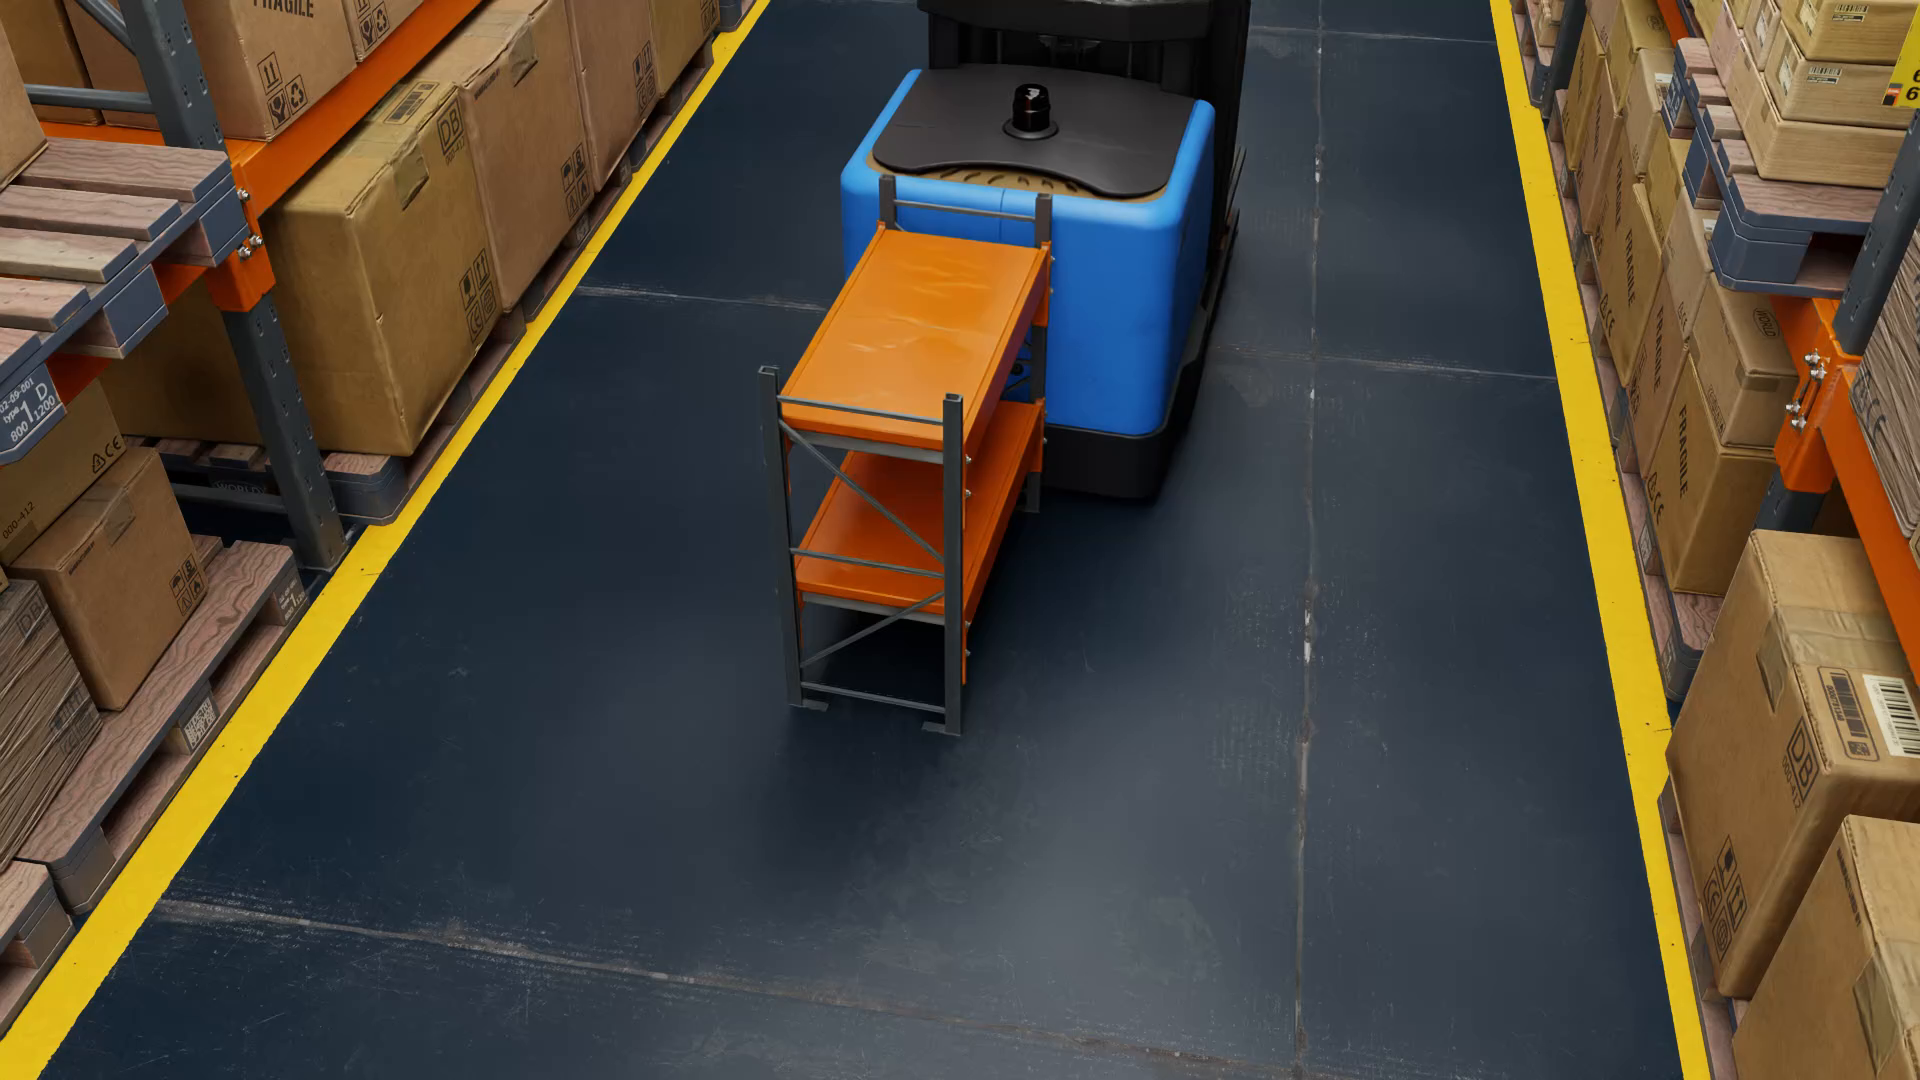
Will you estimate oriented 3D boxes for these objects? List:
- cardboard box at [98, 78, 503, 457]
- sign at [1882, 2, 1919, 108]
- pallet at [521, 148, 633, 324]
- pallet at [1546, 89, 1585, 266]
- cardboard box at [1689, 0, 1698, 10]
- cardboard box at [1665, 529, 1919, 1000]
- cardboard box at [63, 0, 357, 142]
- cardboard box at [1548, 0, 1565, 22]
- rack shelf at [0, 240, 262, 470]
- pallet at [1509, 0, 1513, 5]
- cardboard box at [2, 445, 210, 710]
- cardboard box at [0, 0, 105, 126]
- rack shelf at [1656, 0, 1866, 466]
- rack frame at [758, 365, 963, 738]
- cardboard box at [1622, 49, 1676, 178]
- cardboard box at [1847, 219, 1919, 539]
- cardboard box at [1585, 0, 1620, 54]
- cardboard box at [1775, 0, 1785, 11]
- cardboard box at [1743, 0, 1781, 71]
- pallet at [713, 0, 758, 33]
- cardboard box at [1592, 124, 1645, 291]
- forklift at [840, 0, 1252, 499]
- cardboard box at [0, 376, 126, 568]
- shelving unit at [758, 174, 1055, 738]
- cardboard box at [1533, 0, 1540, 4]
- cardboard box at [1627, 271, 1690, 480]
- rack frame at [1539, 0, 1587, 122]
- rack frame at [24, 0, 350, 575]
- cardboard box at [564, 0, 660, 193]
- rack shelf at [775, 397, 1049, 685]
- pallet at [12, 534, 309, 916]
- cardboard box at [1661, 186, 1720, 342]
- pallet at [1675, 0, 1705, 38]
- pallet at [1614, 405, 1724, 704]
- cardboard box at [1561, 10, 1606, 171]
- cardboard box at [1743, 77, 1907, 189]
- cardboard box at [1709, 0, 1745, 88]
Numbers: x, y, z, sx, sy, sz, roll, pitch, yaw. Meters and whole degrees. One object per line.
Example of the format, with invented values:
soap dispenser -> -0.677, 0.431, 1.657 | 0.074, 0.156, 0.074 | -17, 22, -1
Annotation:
cardboard box -> -2.275, -0.916, 5.342 | 1.225, 0.875, 0.875 | 5, 40, 6
sign -> 1.917, -1.002, 3.261 | 0.100, 0.325, 0.005 | 6, 40, 8
pallet -> -1.991, -1.317, 6.678 | 1.003, 0.211, 1.213 | 6, 40, 8
pallet -> 3.012, -1.479, 6.873 | 1.003, 0.211, 1.213 | 6, 40, 8
cardboard box -> 2.266, -1.599, 4.698 | 0.380, 0.149, 0.250 | 5, 40, 6
cardboard box -> 2.259, 0.546, 3.672 | 1.050, 0.750, 0.750 | 6, 40, 7
cardboard box -> -2.062, -1.456, 4.578 | 0.500, 0.500, 0.500 | 8, 40, 9
cardboard box -> 2.887, -2.453, 7.537 | 0.380, 0.149, 0.250 | 7, 40, 9
rack shelf -> -2.761, 0.390, 2.989 | 1.077, 0.370, 4.000 | 6, 40, 8
pallet -> 3.435, -3.161, 8.907 | 1.003, 0.211, 1.213 | 6, 40, 8
cardboard box -> -2.511, 0.074, 4.423 | 0.700, 0.500, 0.500 | 4, 40, 5
cardboard box -> -2.573, -1.518, 4.653 | 0.500, 0.500, 0.500 | 8, 40, 9
rack shelf -> 2.799, -1.510, 5.287 | 1.077, 0.370, 4.000 | 6, 40, 8
rack frame -> -0.238, 0.063, 4.291 | 0.500, 1.125, 0.032 | 9, 40, 11
cardboard box -> 2.575, -1.441, 5.683 | 0.500, 0.250, 0.500 | 8, 40, 9
cardboard box -> 2.109, -0.318, 3.203 | 0.500, 0.500, 0.500 | 7, 40, 8
cardboard box -> 2.757, -2.095, 6.474 | 0.500, 0.250, 0.500 | 5, 40, 6
cardboard box -> 2.132, -1.342, 3.919 | 0.380, 0.149, 0.250 | 6, 40, 7
cardboard box -> 2.135, -1.240, 4.029 | 0.380, 0.149, 0.250 | 8, 40, 9
pallet -> -1.514, -3.046, 8.769 | 1.003, 0.211, 1.213 | 6, 40, 8
cardboard box -> 2.589, -1.144, 5.911 | 0.500, 0.500, 0.500 | 7, 40, 8
forklift -> 0.490, -2.208, 5.620 | 1.130, 2.935, 3.031 | 9, 40, 11
cardboard box -> -2.501, -0.214, 4.182 | 0.500, 0.250, 0.500 | 8, 40, 9
shelving unit -> -0.112, -0.251, 4.671 | 0.538, 1.125, 1.048 | 9, 40, 11
cardboard box -> 2.987, -2.716, 8.089 | 0.380, 0.149, 0.250 | 5, 40, 6
cardboard box -> 2.403, -0.498, 5.130 | 0.500, 0.500, 0.500 | 8, 40, 9
rack frame -> 3.145, -3.042, 6.576 | 1.000, 3.000, 0.127 | 6, 40, 8
rack frame -> -2.415, -1.142, 4.278 | 1.000, 3.000, 0.127 | 6, 40, 8
cardboard box -> -1.967, -2.031, 6.690 | 1.225, 0.875, 0.875 | 5, 40, 6
rack shelf -> -0.112, -0.063, 4.827 | 0.538, 0.278, 1.000 | 9, 40, 11
pallet -> -2.551, 0.423, 4.573 | 1.003, 0.211, 1.213 | 6, 40, 8
cardboard box -> 2.390, -0.796, 4.902 | 0.500, 0.250, 0.500 | 7, 40, 8
pallet -> 2.755, -1.705, 5.108 | 1.003, 0.211, 1.213 | 6, 40, 8
pallet -> 2.590, 0.053, 5.021 | 1.003, 0.211, 1.213 | 6, 40, 8
cardboard box -> 2.756, -1.806, 6.713 | 0.500, 0.500, 0.500 | 8, 40, 9
cardboard box -> 2.086, -0.957, 3.921 | 0.380, 0.149, 0.250 | 7, 40, 8
cardboard box -> 2.174, -1.274, 4.305 | 0.380, 0.149, 0.250 | 7, 40, 8
